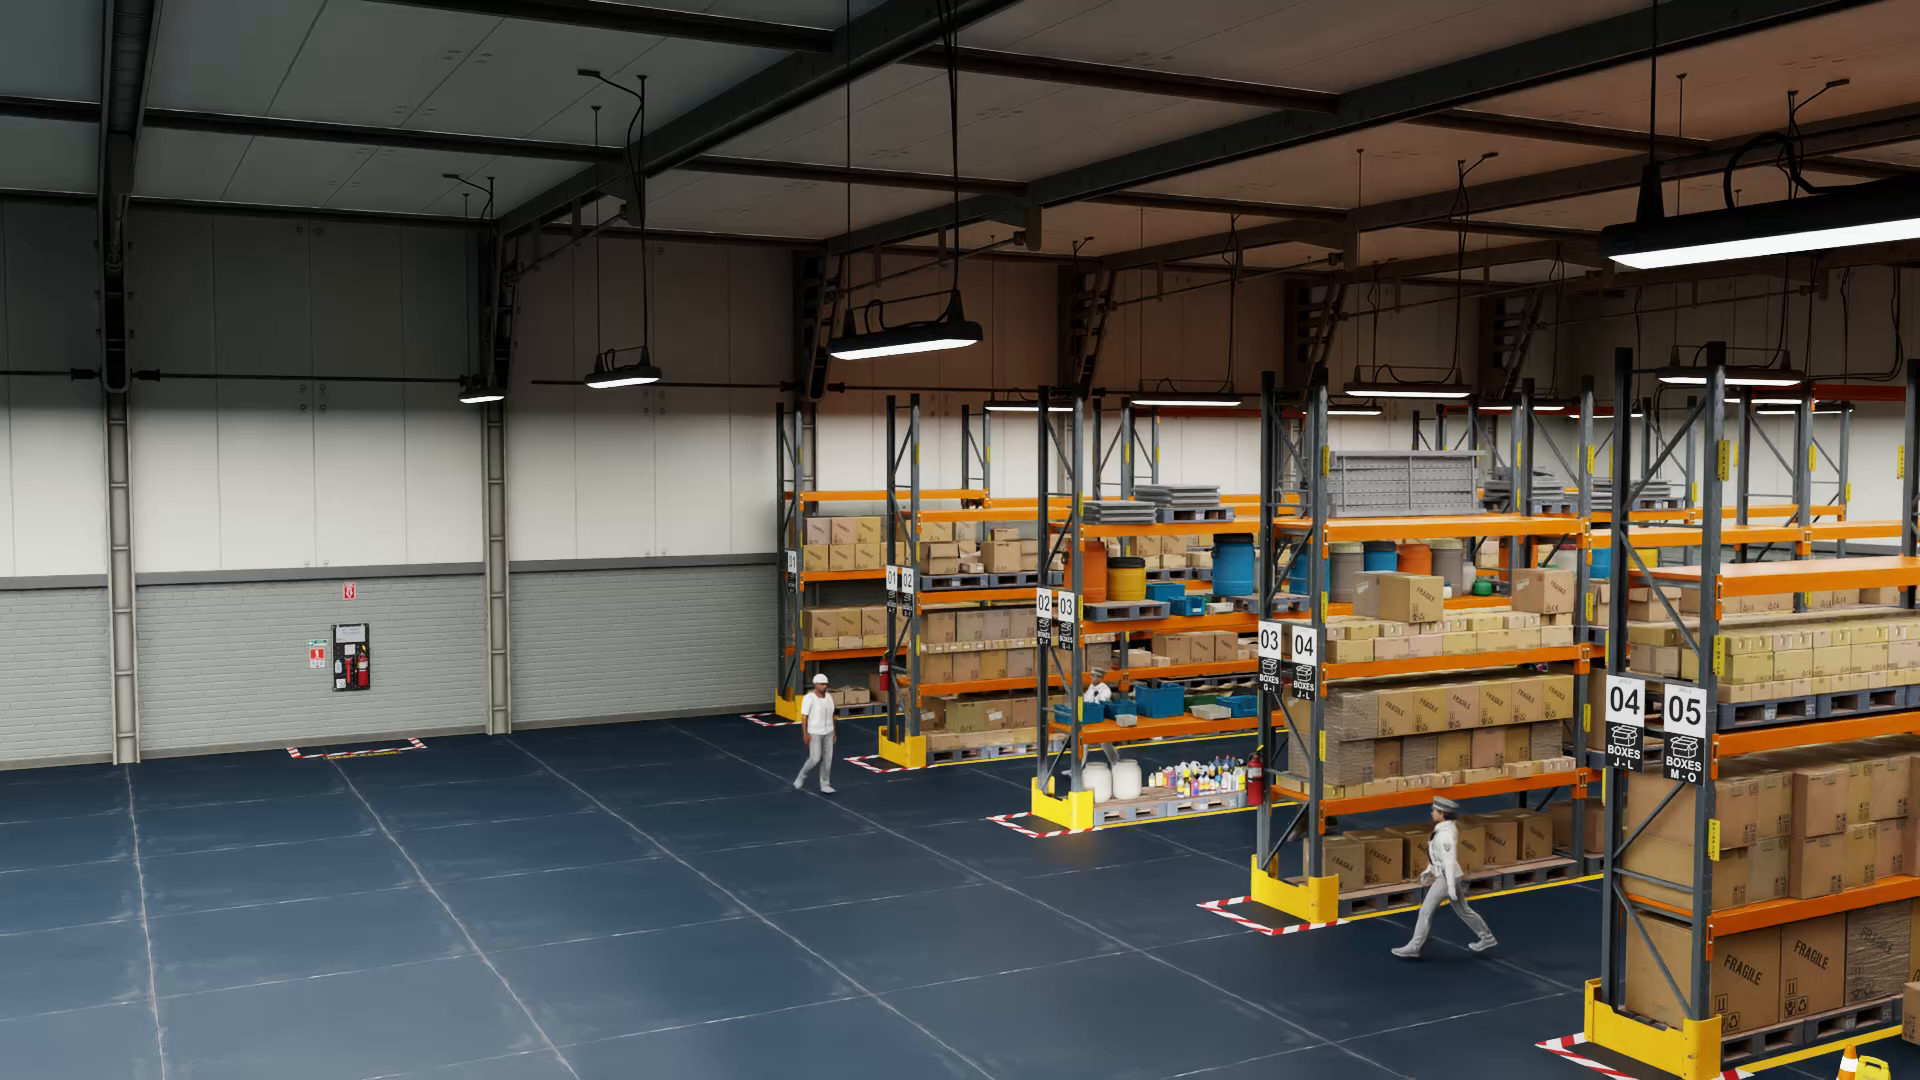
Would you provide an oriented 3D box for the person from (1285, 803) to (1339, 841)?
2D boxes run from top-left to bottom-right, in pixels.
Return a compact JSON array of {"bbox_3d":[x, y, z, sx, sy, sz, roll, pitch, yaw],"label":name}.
[{"bbox_3d":[4.639,3.043,21.993,0.827,1.796,0.637,0,3,-2],"label":"person"}]

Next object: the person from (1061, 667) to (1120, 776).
[{"bbox_3d":[2.069,2.821,25.789,1.035,1.716,0.562,-2,4,-32],"label":"person"}]

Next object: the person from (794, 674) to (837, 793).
[{"bbox_3d":[-2.113,2.871,24.783,0.588,1.758,0.637,-3,4,-43],"label":"person"}]

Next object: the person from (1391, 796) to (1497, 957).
[{"bbox_3d":[4.890,3.381,16.747,1.075,1.616,0.551,0,3,6],"label":"person"}]
